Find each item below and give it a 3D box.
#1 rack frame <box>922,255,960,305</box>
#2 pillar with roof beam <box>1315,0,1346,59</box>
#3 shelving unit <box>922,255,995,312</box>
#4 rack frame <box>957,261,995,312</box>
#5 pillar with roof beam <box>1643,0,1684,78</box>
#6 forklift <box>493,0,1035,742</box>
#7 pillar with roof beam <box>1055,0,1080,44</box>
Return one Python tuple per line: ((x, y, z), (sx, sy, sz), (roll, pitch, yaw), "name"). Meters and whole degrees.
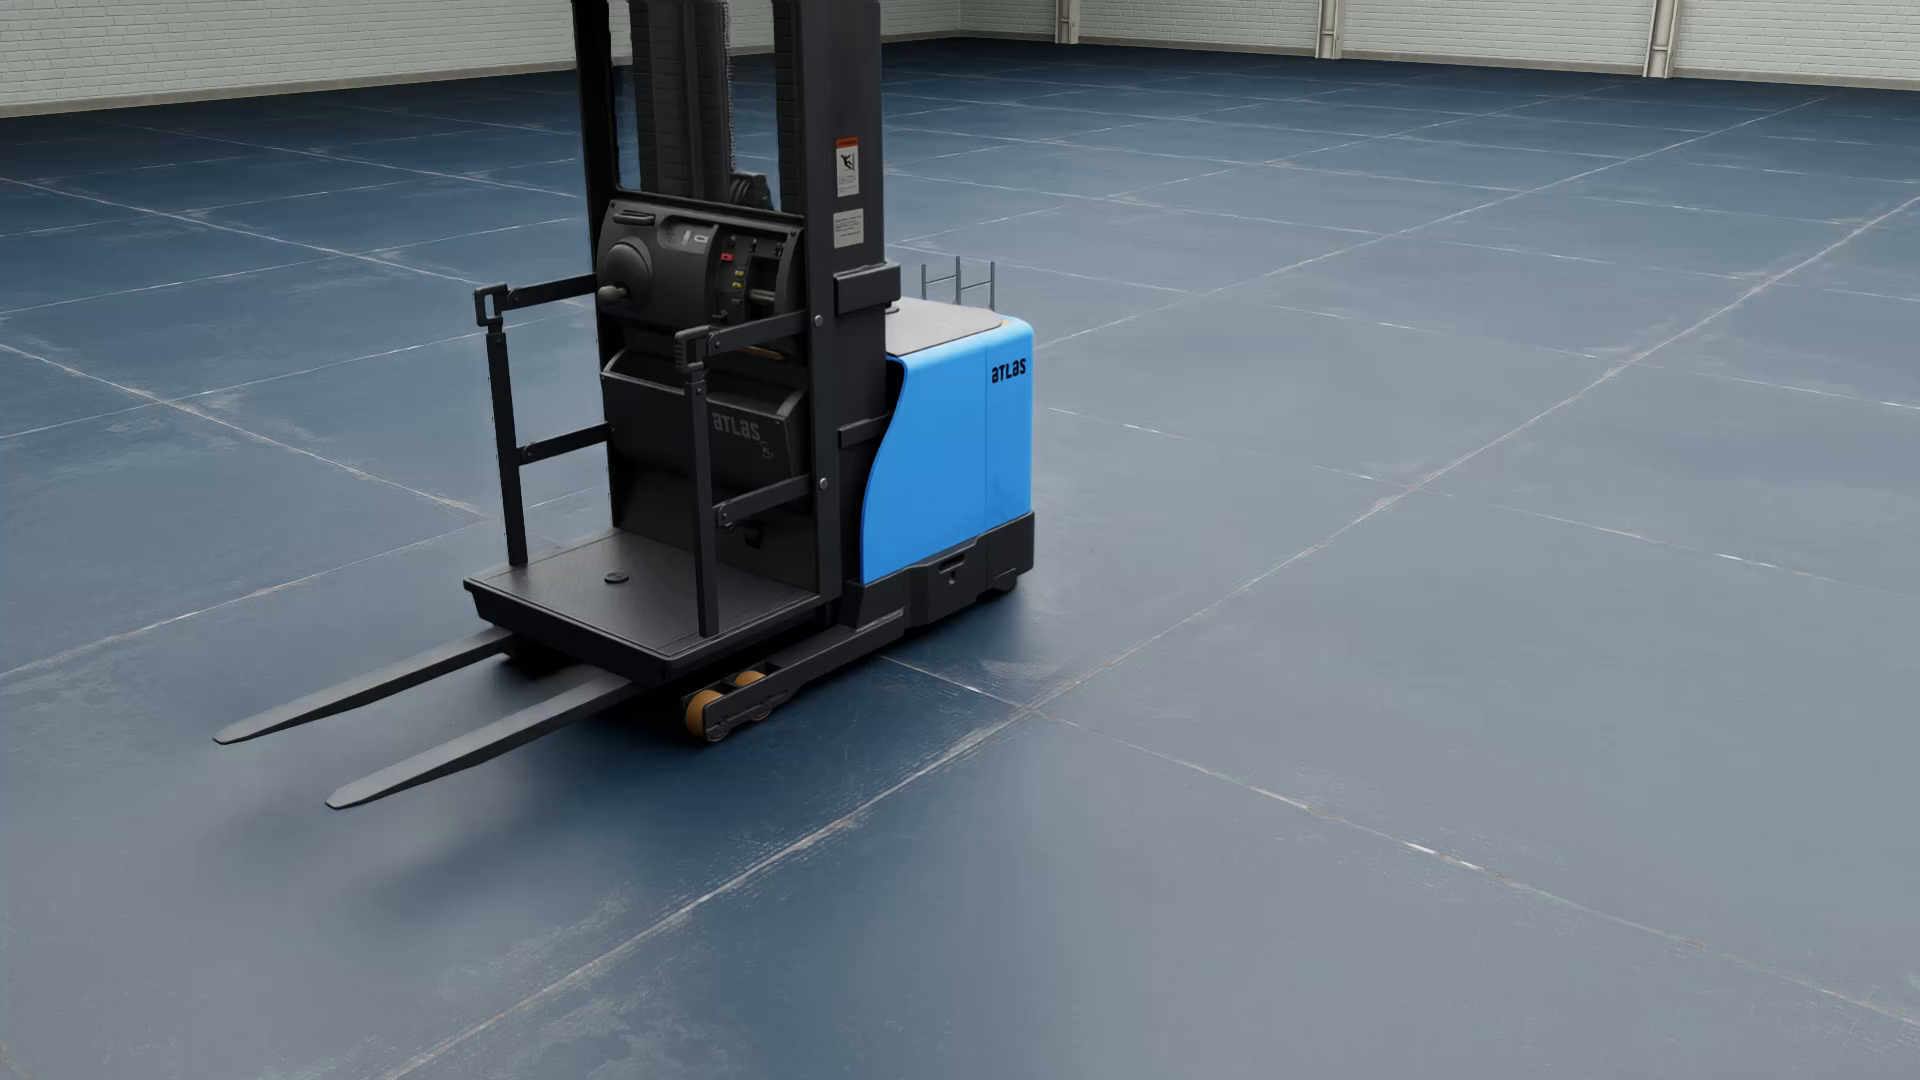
((-0.078, -0.587, 7.024), (0.006, 1.200, 0.240), (16, 26, 36), "rack frame")
((4.148, -12.020, 26.289), (0.400, 9.000, 9.100), (16, 26, 36), "pillar with roof beam")
((-0.007, -0.567, 6.970), (0.189, 1.200, 0.258), (16, 26, 36), "shelving unit")
((0.064, -0.546, 6.916), (0.006, 1.200, 0.240), (16, 26, 36), "rack frame")
((8.796, -10.681, 22.739), (0.400, 9.000, 9.100), (16, 26, 36), "pillar with roof beam")
((-1.022, -0.912, 5.432), (1.130, 2.935, 3.031), (16, 26, 36), "forklift")
((-0.501, -13.359, 29.839), (0.400, 9.000, 9.100), (16, 26, 36), "pillar with roof beam")
